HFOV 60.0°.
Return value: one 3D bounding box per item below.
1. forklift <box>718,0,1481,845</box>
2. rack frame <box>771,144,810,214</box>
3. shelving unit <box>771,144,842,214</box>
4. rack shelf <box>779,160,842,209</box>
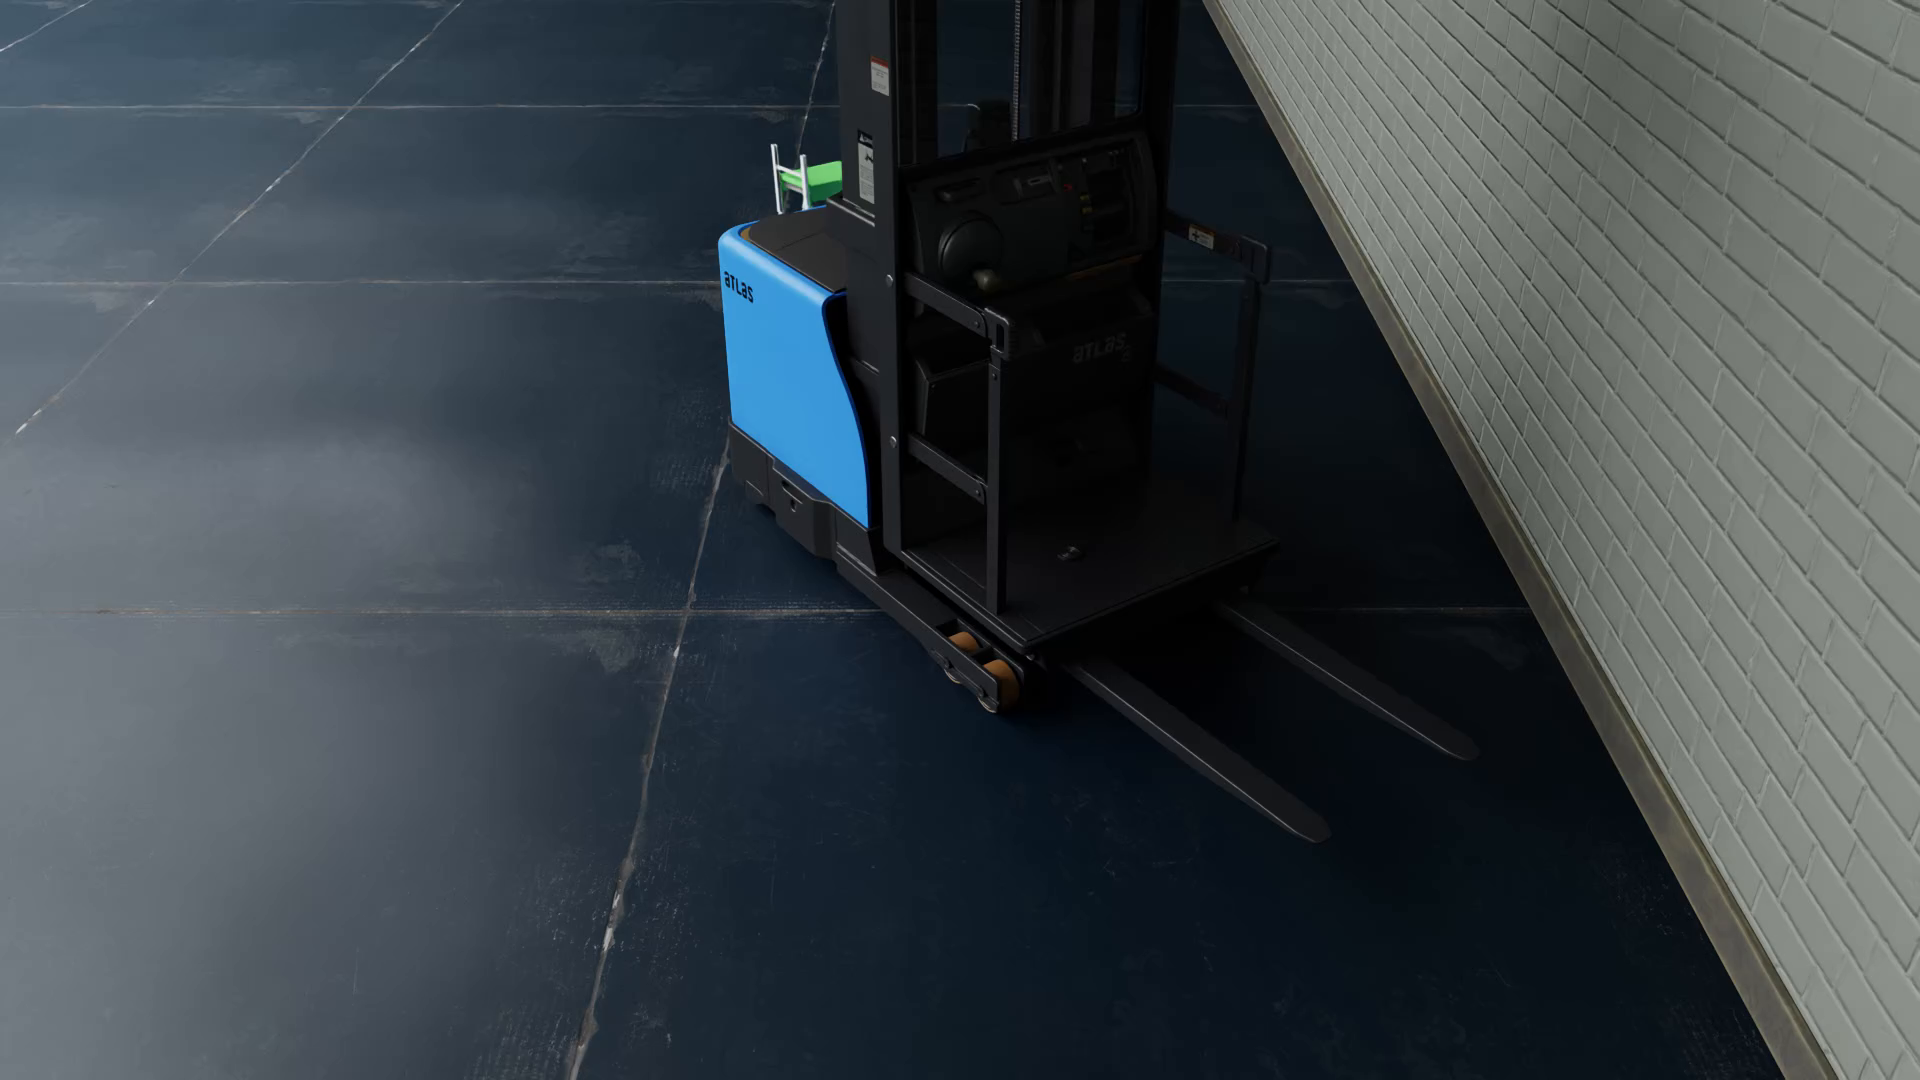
[{"bbox_3d":[0.363,-0.986,5.050,1.130,2.935,3.031,-20,37,-30],"label":"forklift"},{"bbox_3d":[-0.635,-0.969,6.673,0.015,1.200,0.240,-20,33,-30],"label":"rack frame"},{"bbox_3d":[-0.437,-1.043,6.795,0.503,1.200,0.258,-20,33,-30],"label":"shelving unit"},{"bbox_3d":[-0.454,-1.411,6.601,0.480,0.148,0.258,-20,33,-30],"label":"rack shelf"}]
